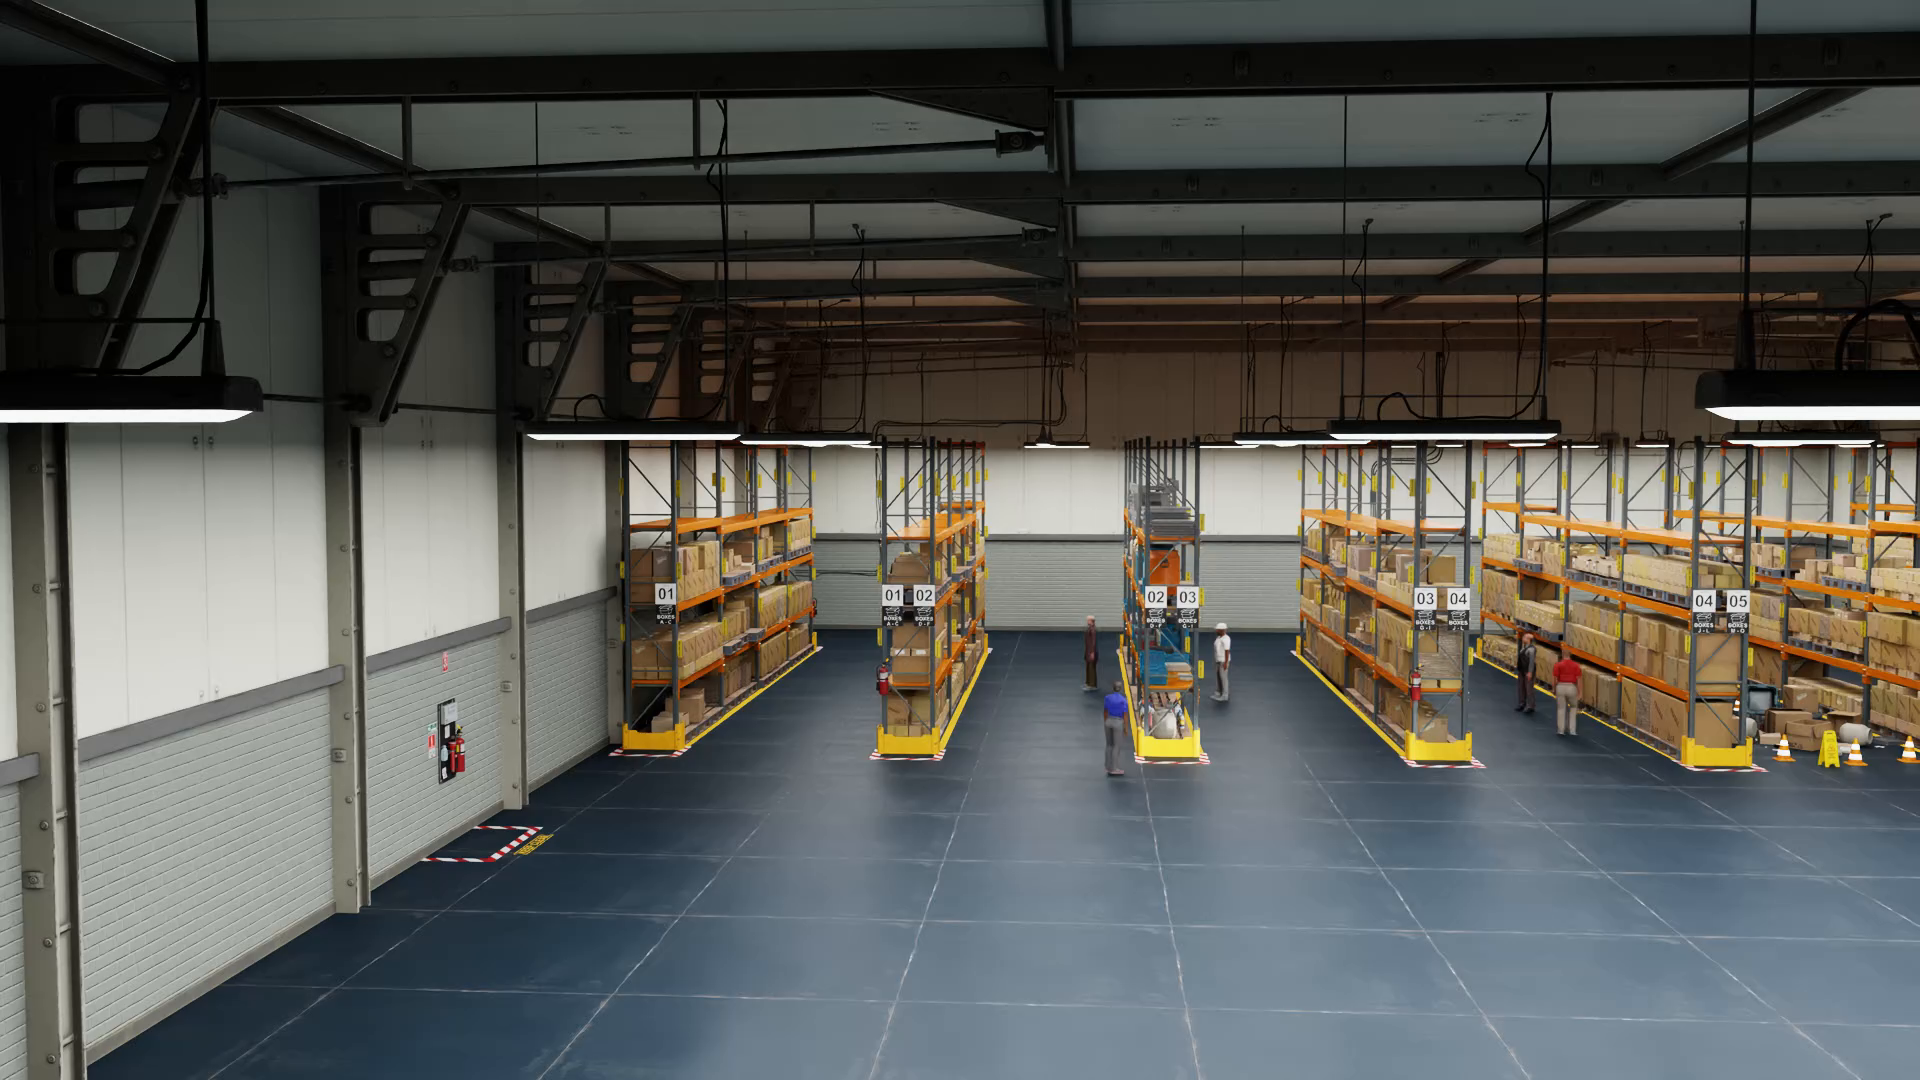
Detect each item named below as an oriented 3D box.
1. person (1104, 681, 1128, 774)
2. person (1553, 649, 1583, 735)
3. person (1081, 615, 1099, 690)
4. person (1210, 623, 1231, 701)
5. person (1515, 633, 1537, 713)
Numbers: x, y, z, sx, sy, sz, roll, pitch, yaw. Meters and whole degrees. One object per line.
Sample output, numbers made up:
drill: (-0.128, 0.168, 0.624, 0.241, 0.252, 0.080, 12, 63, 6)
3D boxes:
person: (2.758, 3.314, 29.451, 0.474, 1.668, 0.332, 3, 4, 40)
person: (12.233, 3.103, 33.506, 0.589, 1.813, 0.517, 2, 4, 32)
person: (3.109, 2.692, 39.862, 0.424, 1.783, 0.634, 0, 3, -2)
person: (5.977, 2.786, 38.209, 0.431, 1.768, 0.633, -1, 3, -12)
person: (12.409, 2.995, 36.419, 0.391, 1.549, 0.566, -1, 3, -14)
